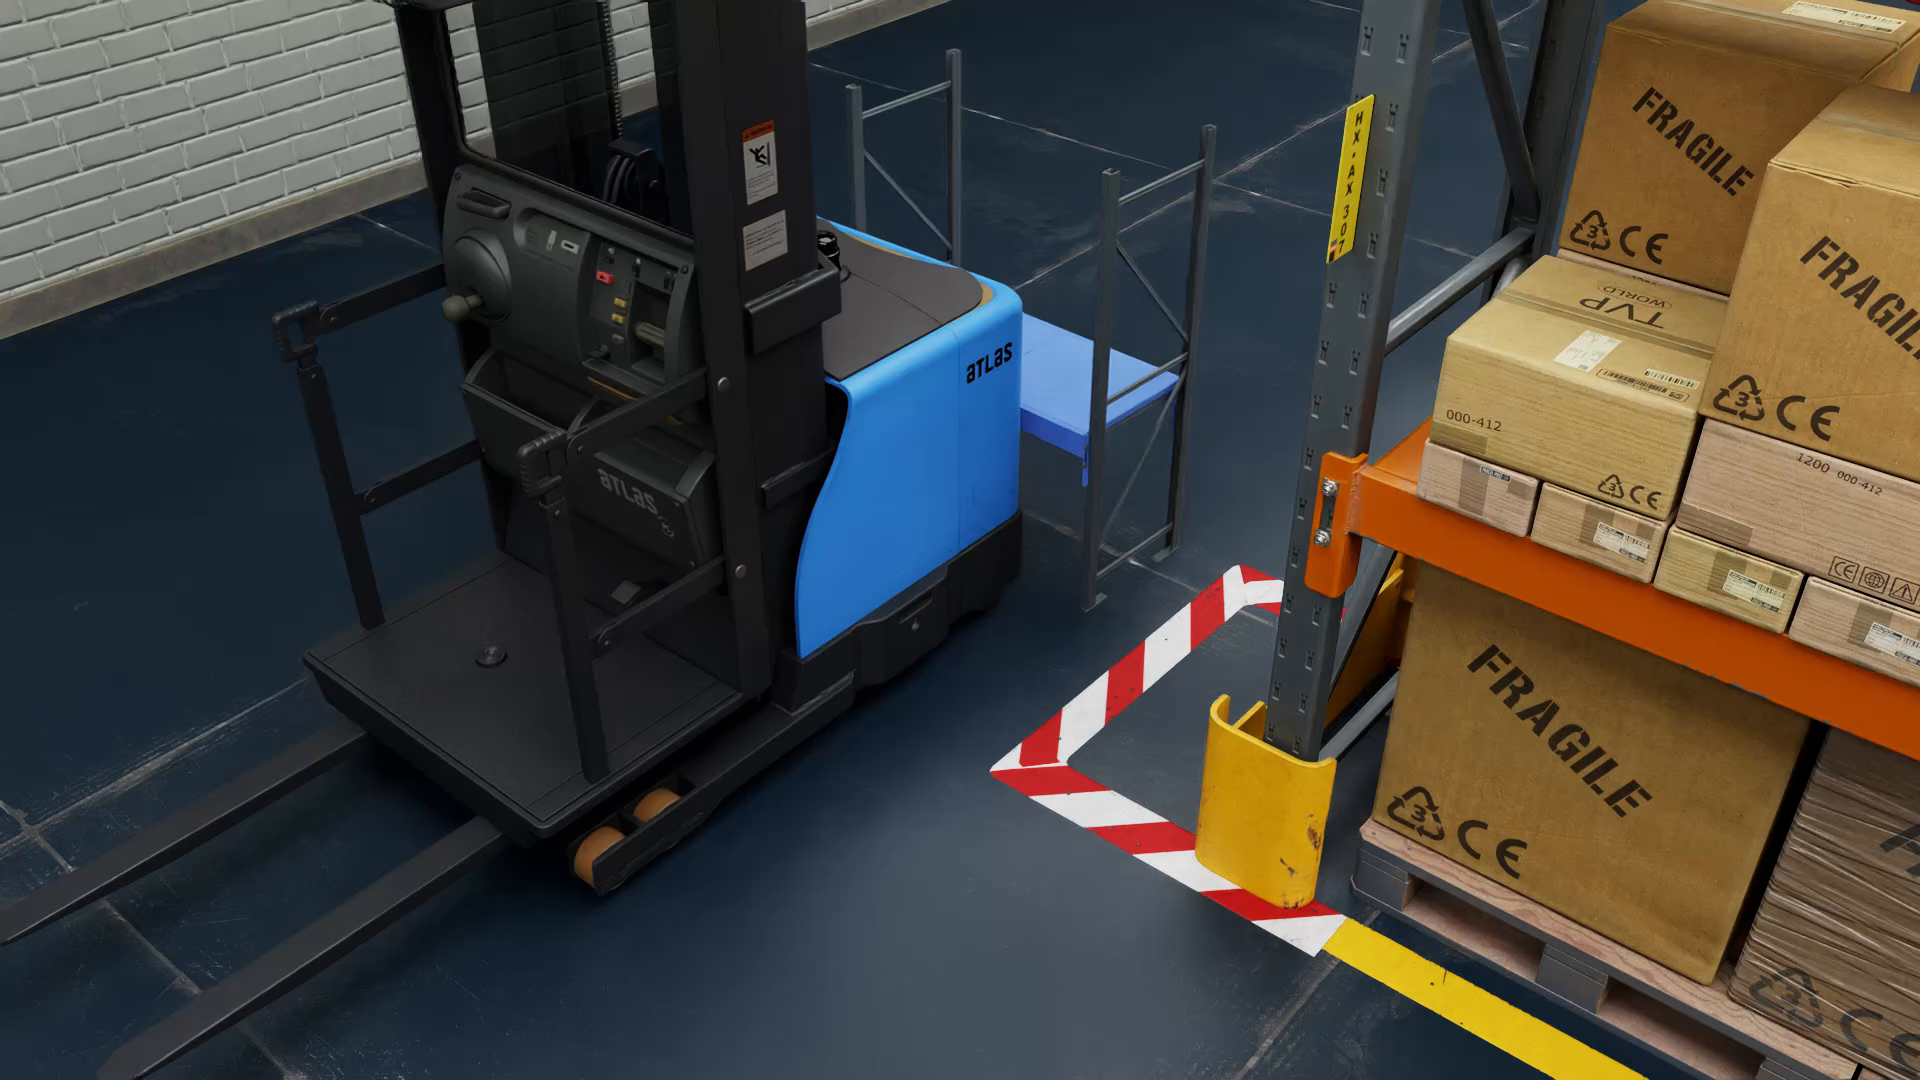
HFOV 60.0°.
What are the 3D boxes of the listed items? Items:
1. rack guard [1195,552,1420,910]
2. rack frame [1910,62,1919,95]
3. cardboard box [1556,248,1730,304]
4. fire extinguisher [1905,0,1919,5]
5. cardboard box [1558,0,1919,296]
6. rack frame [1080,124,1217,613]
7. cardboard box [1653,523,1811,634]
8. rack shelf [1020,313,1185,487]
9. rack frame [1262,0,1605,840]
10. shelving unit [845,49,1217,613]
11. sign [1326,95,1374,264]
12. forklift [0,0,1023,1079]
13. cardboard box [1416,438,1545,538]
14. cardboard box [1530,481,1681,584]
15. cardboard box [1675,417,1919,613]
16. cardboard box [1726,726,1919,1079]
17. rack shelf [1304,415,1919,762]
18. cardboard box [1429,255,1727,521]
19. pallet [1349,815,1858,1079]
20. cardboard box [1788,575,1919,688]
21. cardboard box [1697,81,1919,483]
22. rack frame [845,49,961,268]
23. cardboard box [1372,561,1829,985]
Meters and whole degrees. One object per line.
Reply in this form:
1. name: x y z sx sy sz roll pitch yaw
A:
1. rack guard: 1.116 0.458 4.641 0.348 0.500 1.175 25 42 32
2. rack frame: 4.386 -2.685 7.010 0.127 3.000 1.000 25 42 32
3. cardboard box: 1.677 -0.564 3.792 0.500 0.250 0.500 25 41 31
4. fire extinguisher: 4.487 -2.791 7.562 0.183 0.674 0.296 25 42 32
5. cardboard box: 1.677 -0.871 3.576 0.500 0.500 0.500 26 42 32
6. rack frame: 0.571 -0.491 5.140 0.032 1.500 0.500 28 43 34
7. cardboard box: 1.591 -0.003 3.326 0.250 0.149 0.380 24 41 31
8. rack shelf: 0.197 -0.538 5.526 1.000 0.185 0.538 28 43 34
9. rack frame: 1.135 -0.563 3.921 0.127 3.000 1.000 25 42 32
10. shelving unit: 0.197 -0.686 5.424 1.048 1.500 0.538 28 43 34
11. sign: 0.775 -0.714 3.305 0.005 0.325 0.100 25 42 32
12. forklift: -1.132 -0.604 4.041 1.130 2.935 3.031 26 42 32
13. cardboard box: 1.196 -0.188 3.596 0.250 0.149 0.380 26 42 32
14. cardboard box: 1.394 -0.095 3.461 0.250 0.149 0.380 25 41 31
15. cardboard box: 1.734 -0.147 3.185 0.500 0.250 0.500 25 41 31
16. cardboard box: 2.377 0.666 3.637 0.875 0.875 0.875 25 42 32
17. rack shelf: 2.672 0.458 3.070 4.000 0.370 1.077 25 42 32
18. cardboard box: 1.331 -0.333 3.455 0.500 0.250 0.500 24 41 31
19. pallet: 1.799 0.842 4.338 1.213 0.211 1.003 25 42 32
20. cardboard box: 1.793 0.091 3.190 0.250 0.149 0.380 25 41 31
21. cardboard box: 1.715 -0.461 2.979 0.500 0.500 0.500 24 41 31
22. rack frame: -0.177 -0.881 5.708 0.032 1.500 0.500 28 43 34
23. cardboard box: 1.678 0.336 4.116 0.875 0.875 0.875 25 42 32
